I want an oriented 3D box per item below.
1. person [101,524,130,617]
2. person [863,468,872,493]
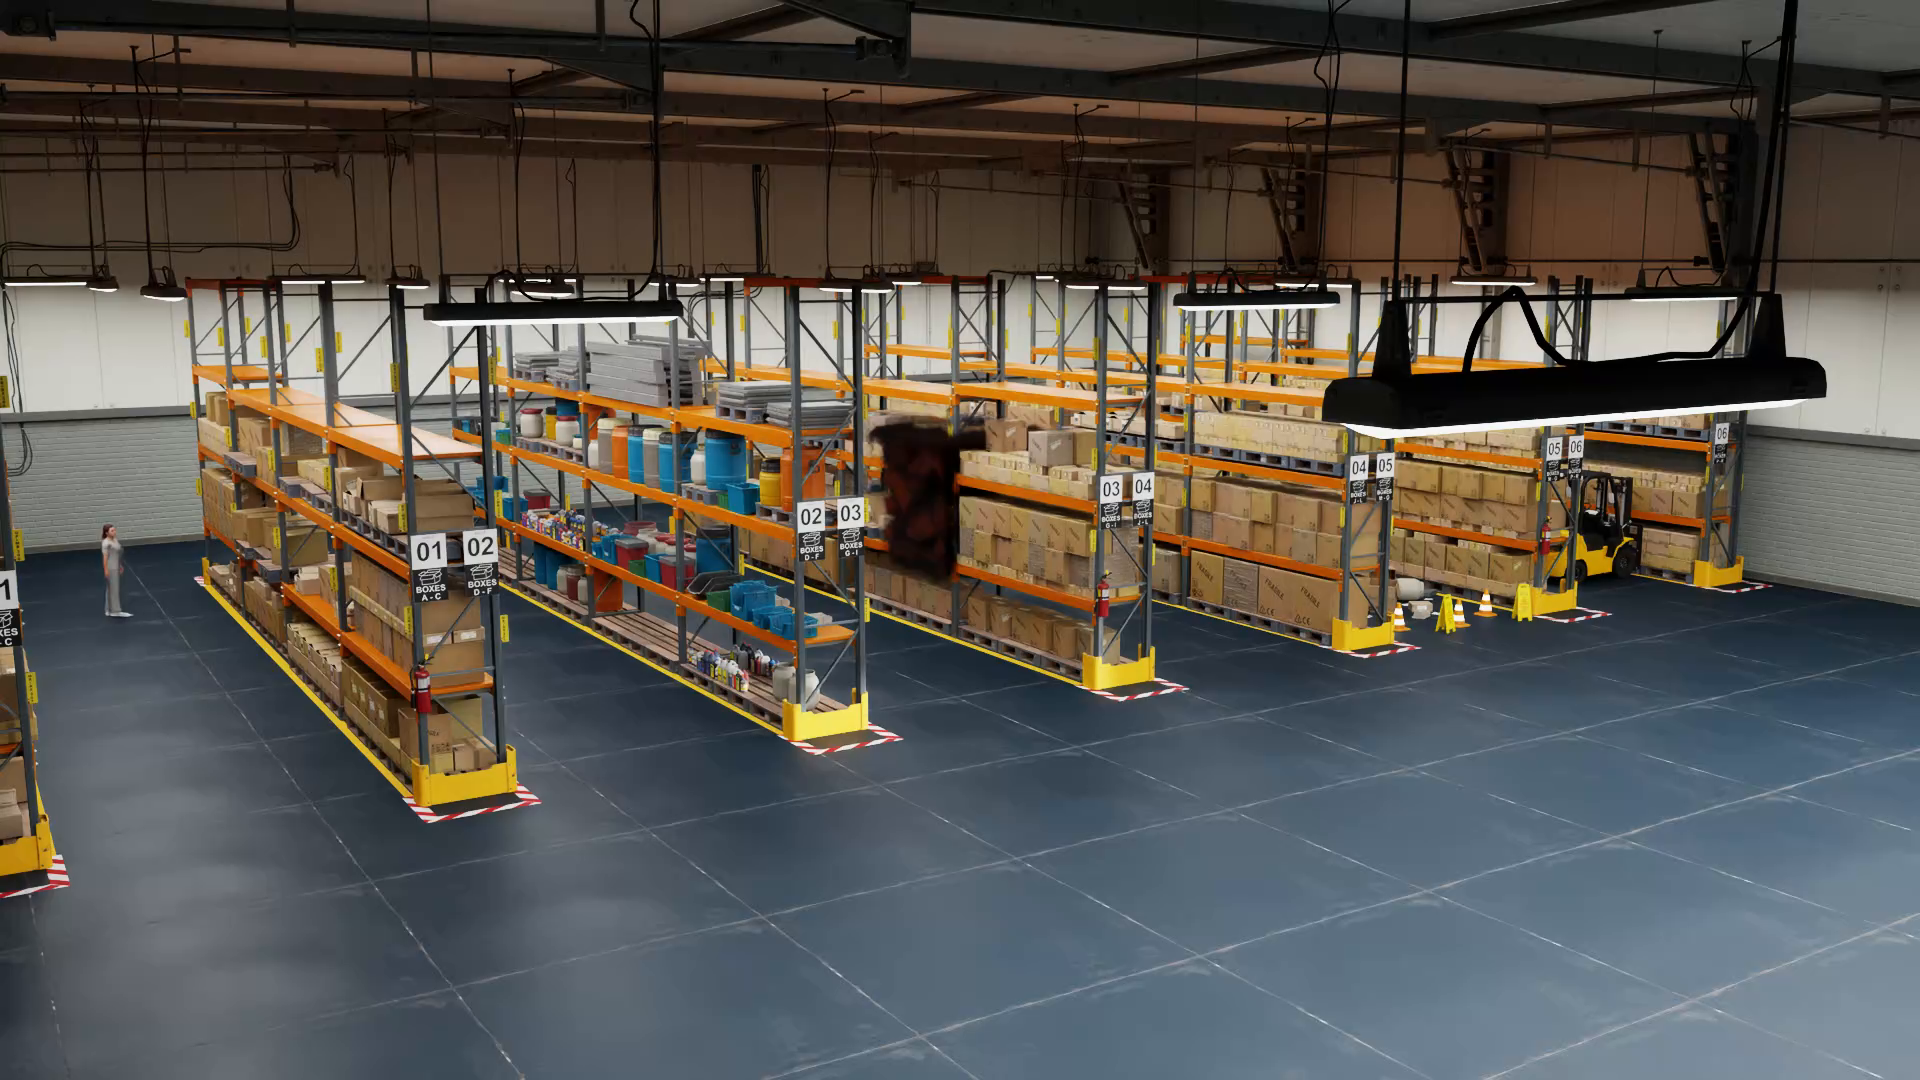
[{"bbox_3d":[-15.188,0.532,29.835,0.420,1.683,0.454,-4,10,-22],"label":"person"},{"bbox_3d":[-2.241,-0.878,38.404,0.533,1.607,0.929,-5,11,-26],"label":"person"}]
